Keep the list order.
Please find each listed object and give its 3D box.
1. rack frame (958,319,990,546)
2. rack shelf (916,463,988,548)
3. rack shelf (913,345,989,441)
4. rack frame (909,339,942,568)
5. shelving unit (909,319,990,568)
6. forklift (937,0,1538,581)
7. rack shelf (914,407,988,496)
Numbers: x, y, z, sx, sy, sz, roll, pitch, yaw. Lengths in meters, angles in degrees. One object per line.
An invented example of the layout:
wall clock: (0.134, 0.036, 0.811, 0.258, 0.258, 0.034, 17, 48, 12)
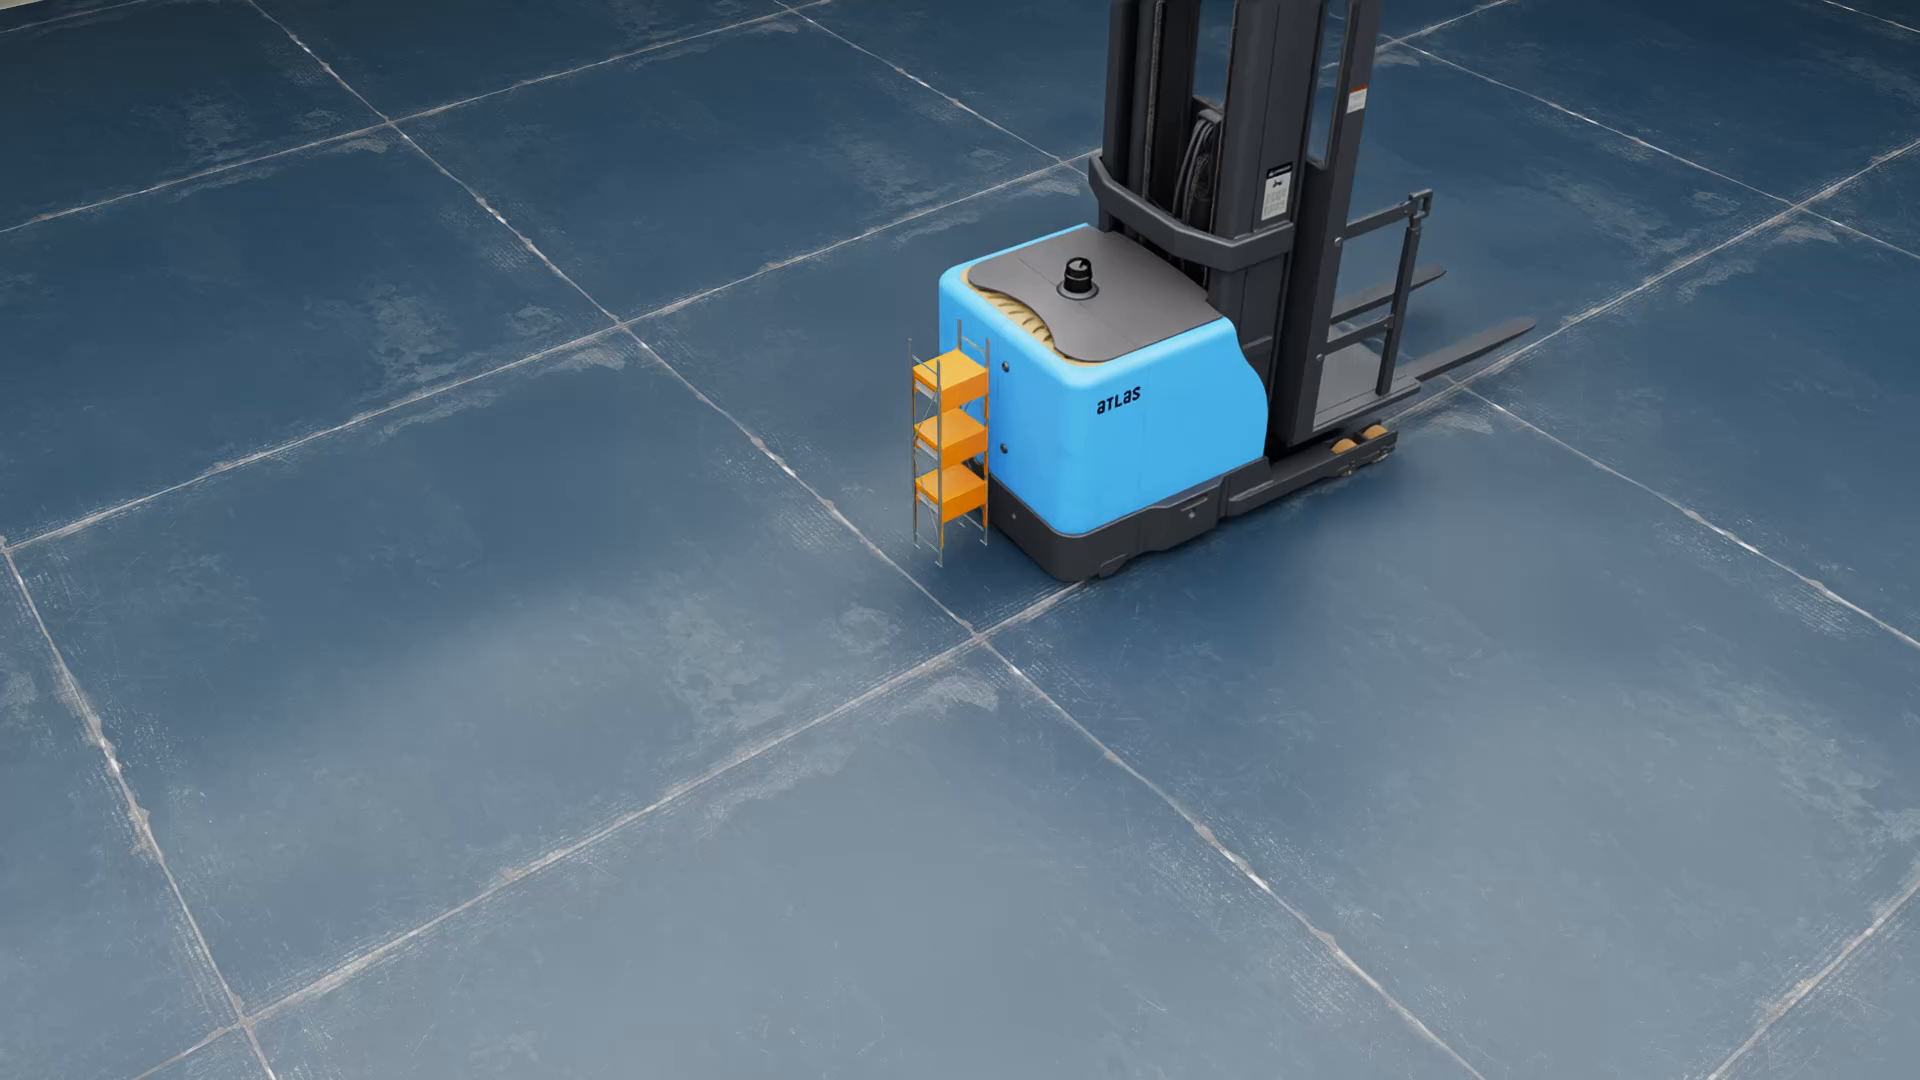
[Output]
rack frame: (0.054, -0.432, 6.949, 0.008, 1.050, 0.200, -26, 46, -28)
rack shelf: (-0.042, -0.162, 7.075, 0.240, 0.259, 0.215, -26, 46, -28)
rack shelf: (-0.042, -0.596, 6.719, 0.240, 0.259, 0.215, -26, 46, -28)
rack frame: (-0.139, -0.338, 6.834, 0.008, 1.050, 0.200, -26, 46, -28)
shelving unit: (-0.042, -0.385, 6.892, 0.252, 1.050, 0.215, -26, 46, -28)
forklift: (1.409, -1.685, 6.993, 3.031, 2.935, 1.130, -23, 45, -25)
rack shelf: (-0.042, -0.377, 6.899, 0.240, 0.259, 0.215, -26, 46, -28)
